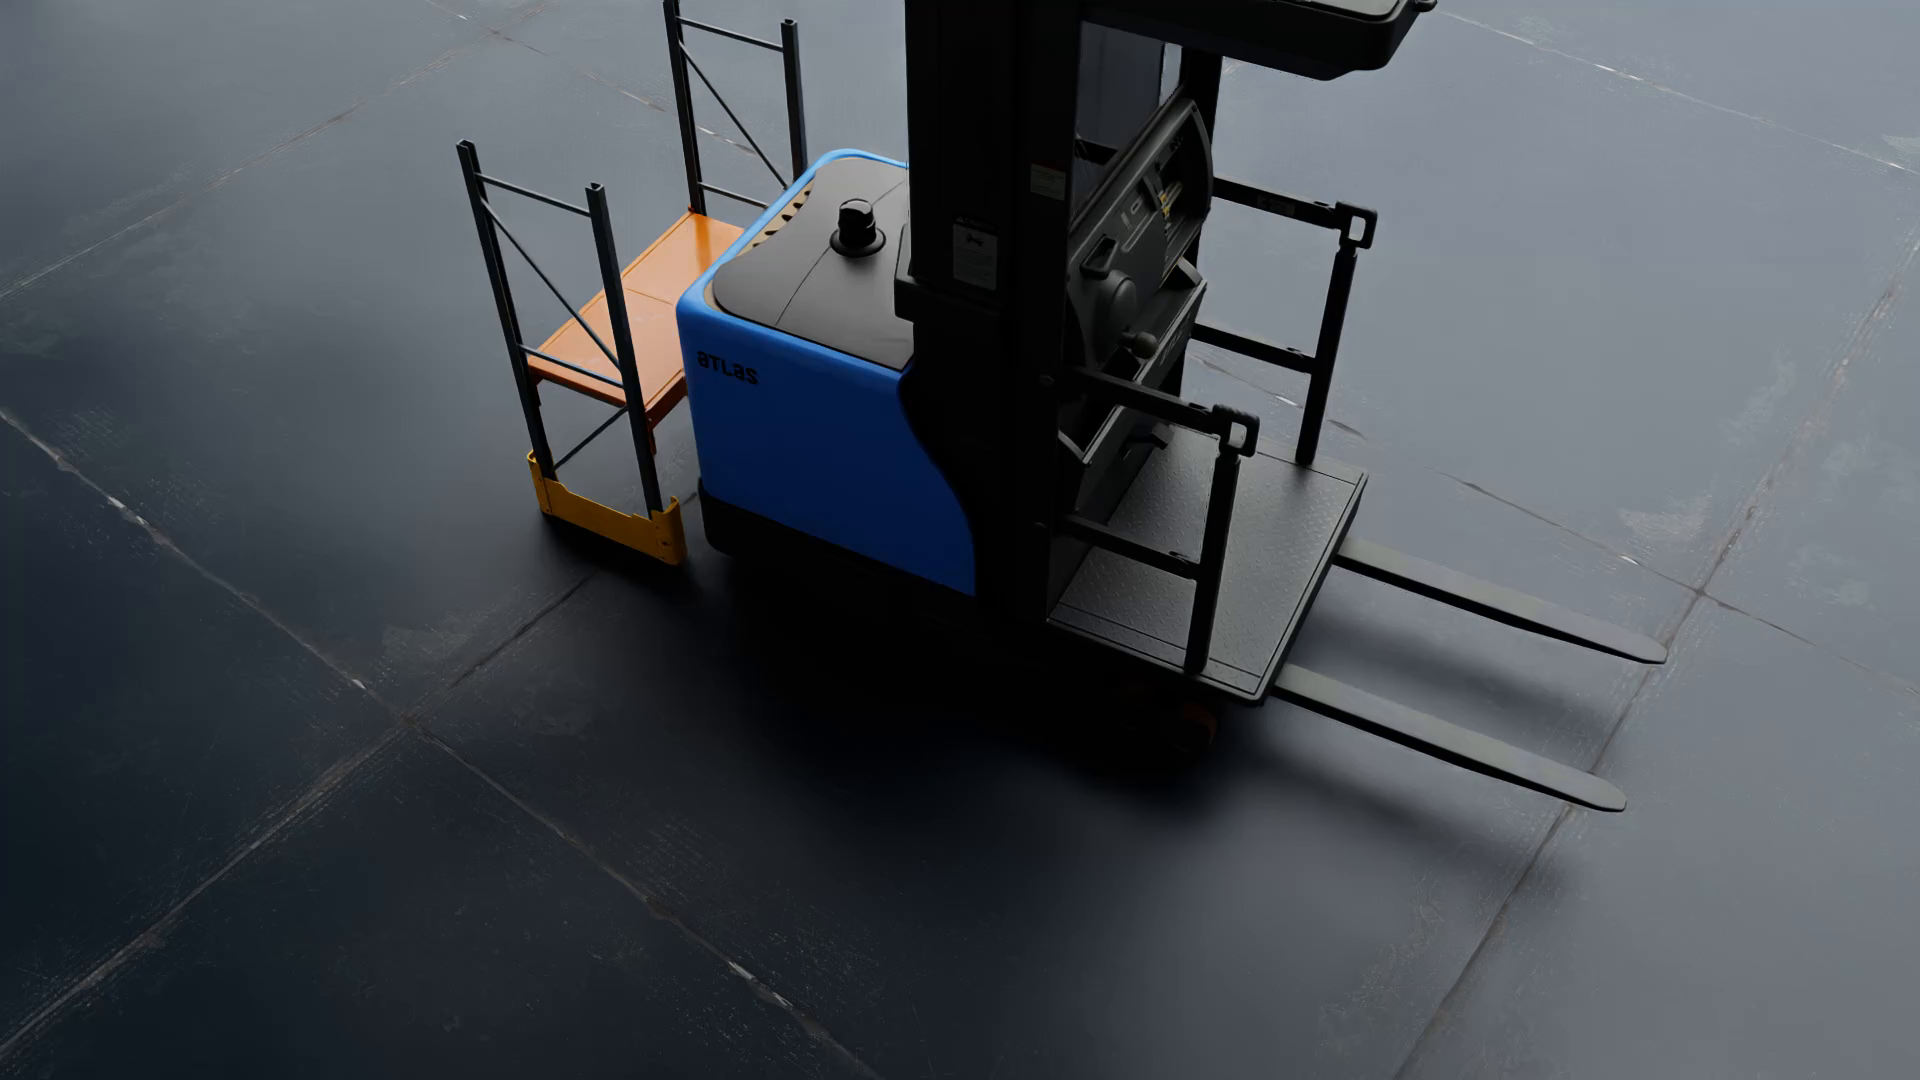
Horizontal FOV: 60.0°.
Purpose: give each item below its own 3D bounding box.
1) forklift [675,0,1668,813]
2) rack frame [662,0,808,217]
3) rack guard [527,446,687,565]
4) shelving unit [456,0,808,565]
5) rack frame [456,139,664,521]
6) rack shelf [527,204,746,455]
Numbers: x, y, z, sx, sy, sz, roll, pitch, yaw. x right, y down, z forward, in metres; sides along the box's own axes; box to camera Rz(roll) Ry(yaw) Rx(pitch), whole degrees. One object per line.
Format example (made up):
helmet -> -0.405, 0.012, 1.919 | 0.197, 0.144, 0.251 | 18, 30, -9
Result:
forklift -> 0.681, -0.800, 4.488 | 3.031, 2.935, 1.130 | 20, 50, 18
rack frame -> -0.741, -1.190, 5.850 | 0.500, 1.500, 0.032 | 21, 50, 19
rack guard -> -1.207, -0.121, 5.693 | 0.587, 0.250, 0.087 | 21, 50, 19
shelving unit -> -0.974, -0.871, 5.545 | 0.587, 1.500, 1.083 | 21, 50, 19
rack frame -> -1.216, -0.541, 5.229 | 0.500, 1.500, 0.032 | 21, 50, 19
rack shelf -> -0.979, -0.741, 5.670 | 0.538, 0.185, 1.000 | 21, 50, 19
